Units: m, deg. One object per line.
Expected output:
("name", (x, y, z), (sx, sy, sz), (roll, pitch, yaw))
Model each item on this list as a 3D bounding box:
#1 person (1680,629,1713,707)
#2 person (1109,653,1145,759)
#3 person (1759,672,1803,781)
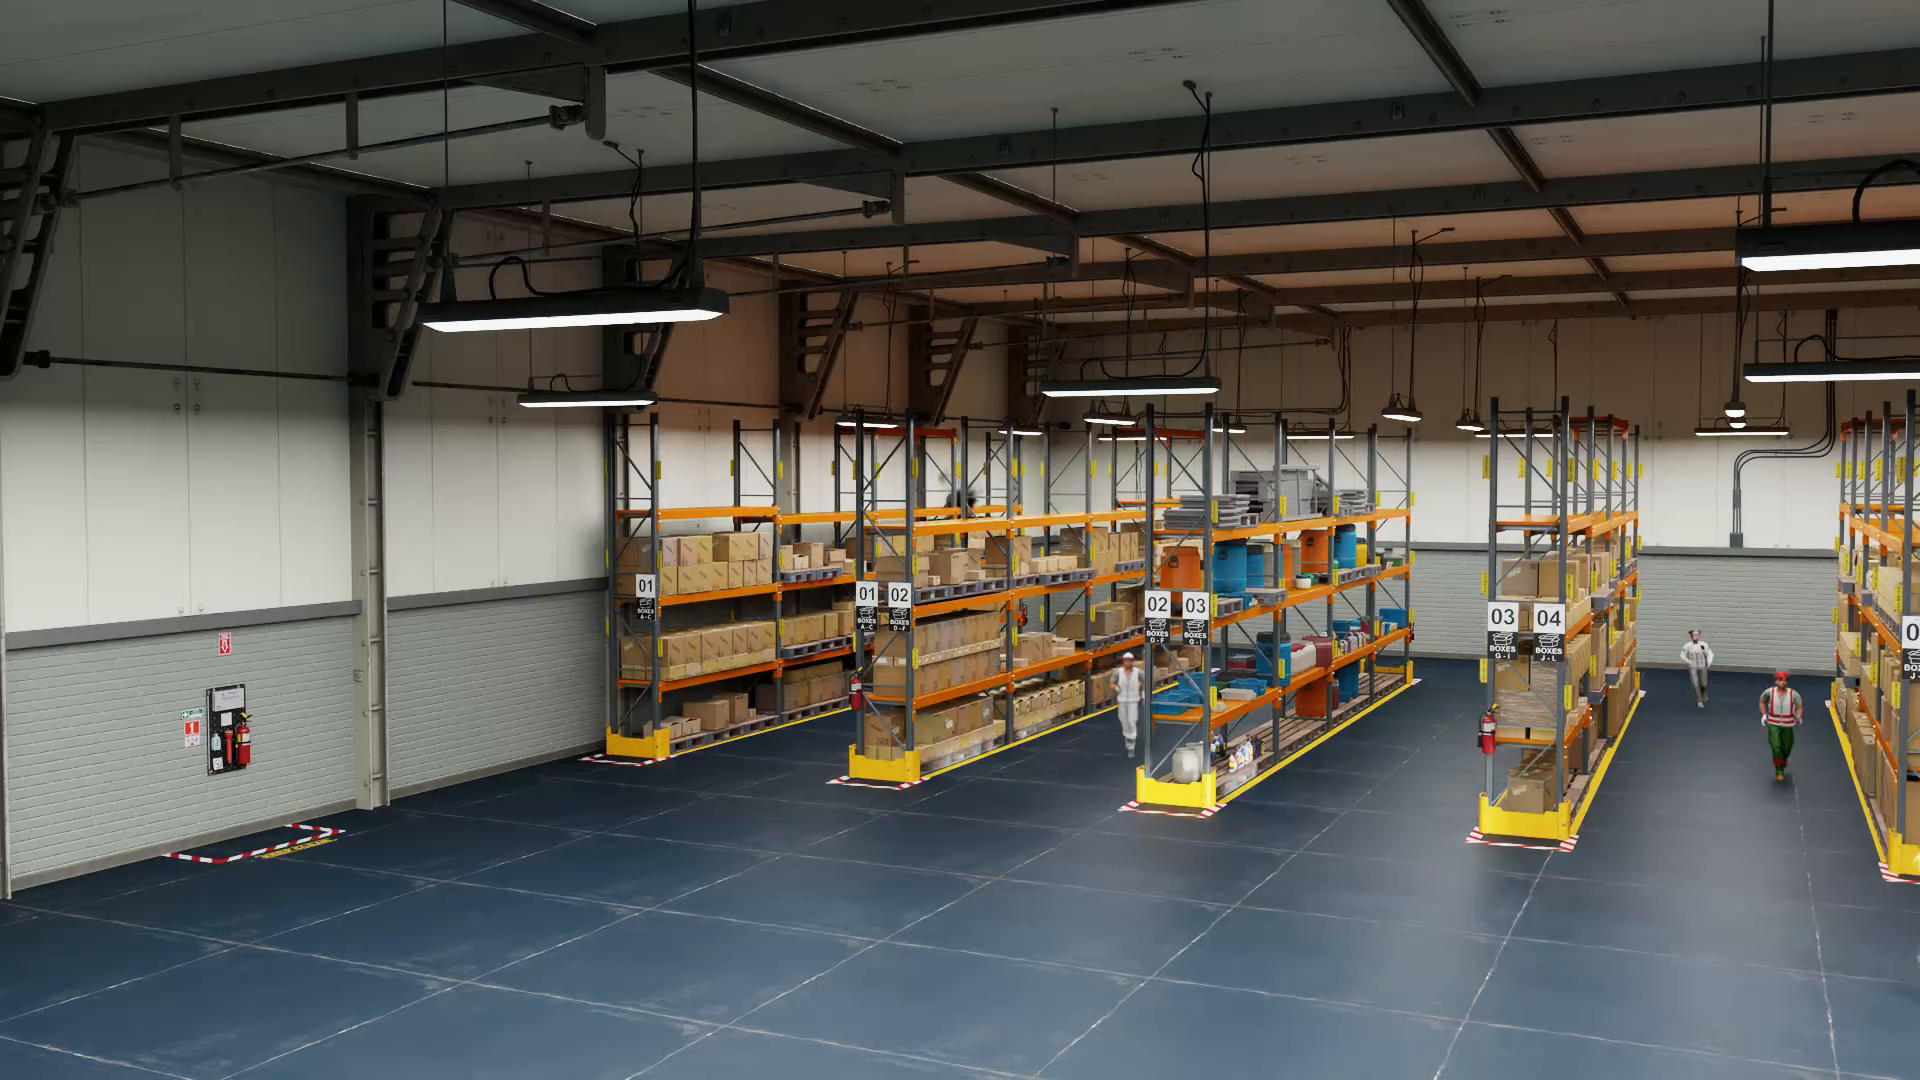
("person", (15.596, 2.702, 35.210), (0.647, 1.655, 0.503), (1, 3, 19))
("person", (2.940, 2.886, 29.180), (0.633, 1.840, 0.795), (1, 2, 15))
("person", (13.313, 2.995, 26.996), (0.636, 1.753, 0.833), (1, 3, 23))
